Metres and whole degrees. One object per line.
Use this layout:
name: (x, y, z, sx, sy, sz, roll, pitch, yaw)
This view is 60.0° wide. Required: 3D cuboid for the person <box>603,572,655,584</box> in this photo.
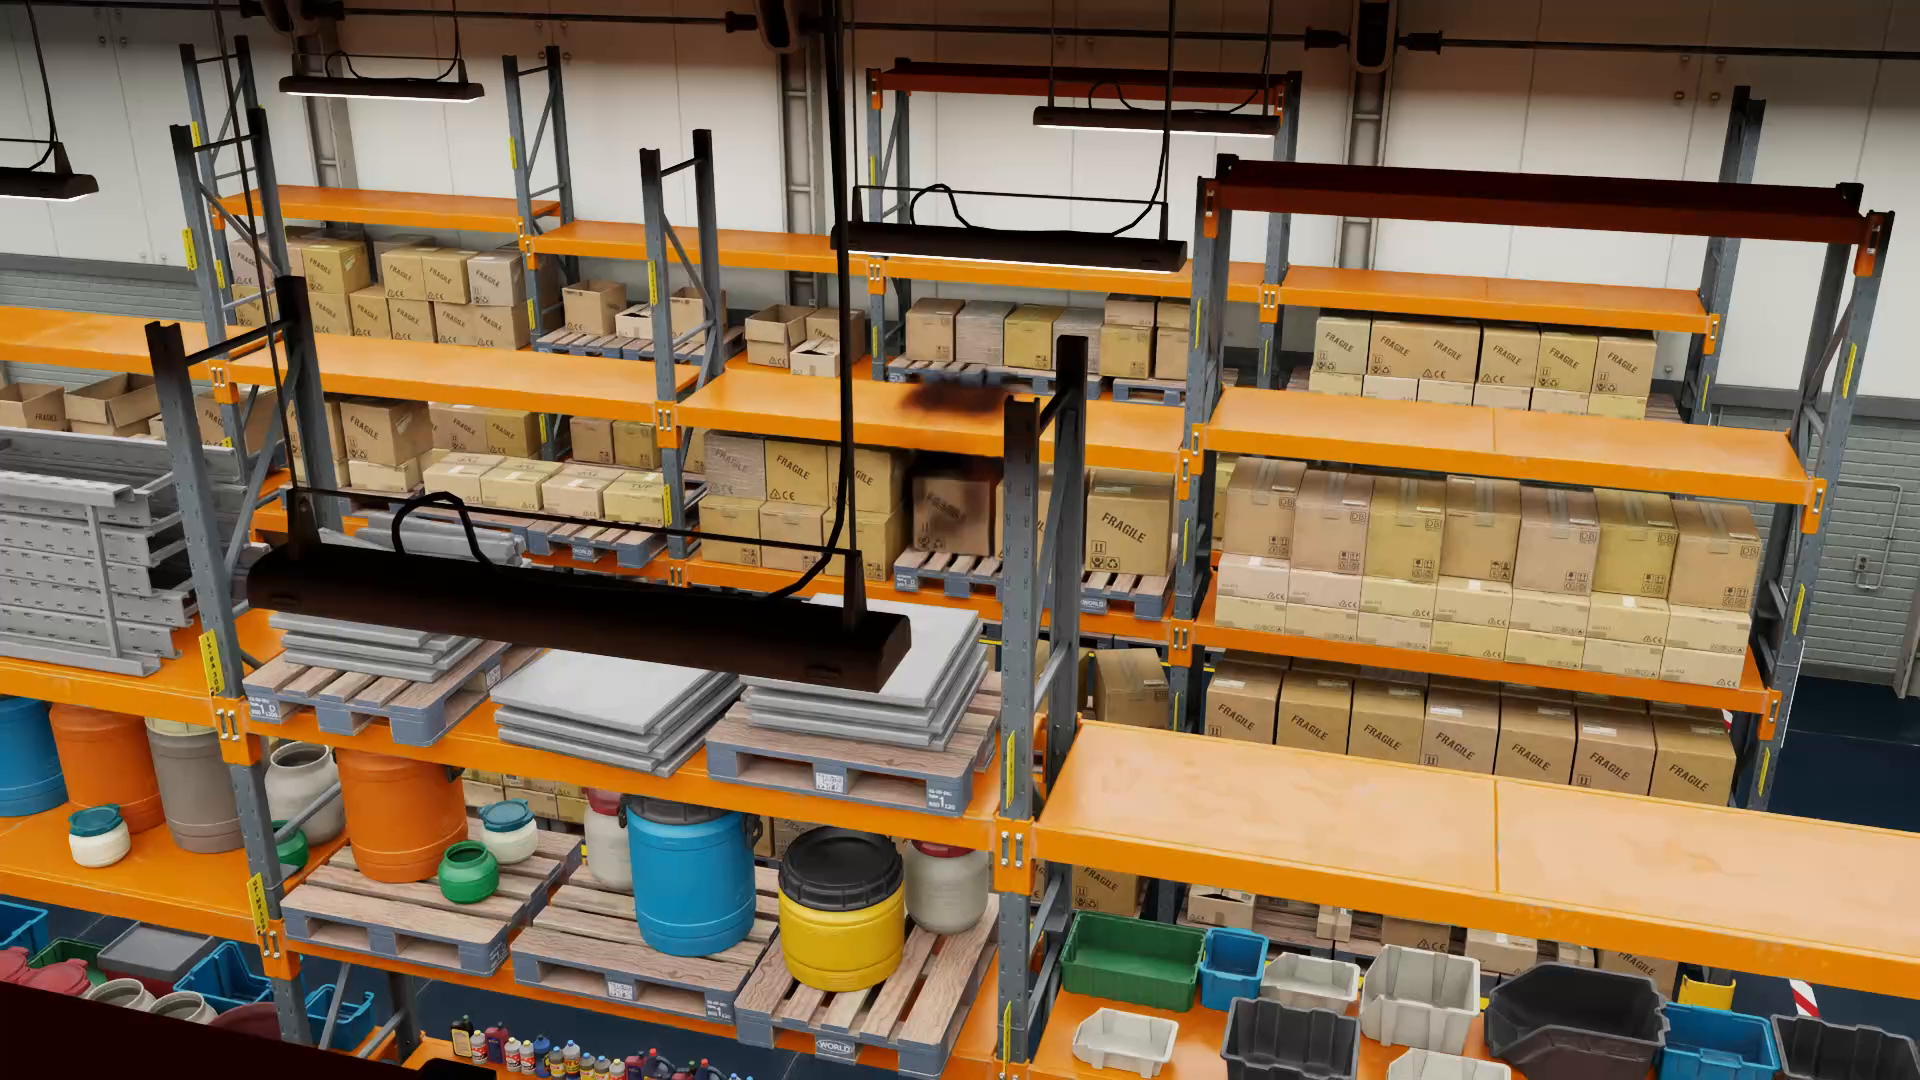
person: (-3.488, 0.445, 17.554, 0.627, 1.783, 0.387, 15, 27, 33)
